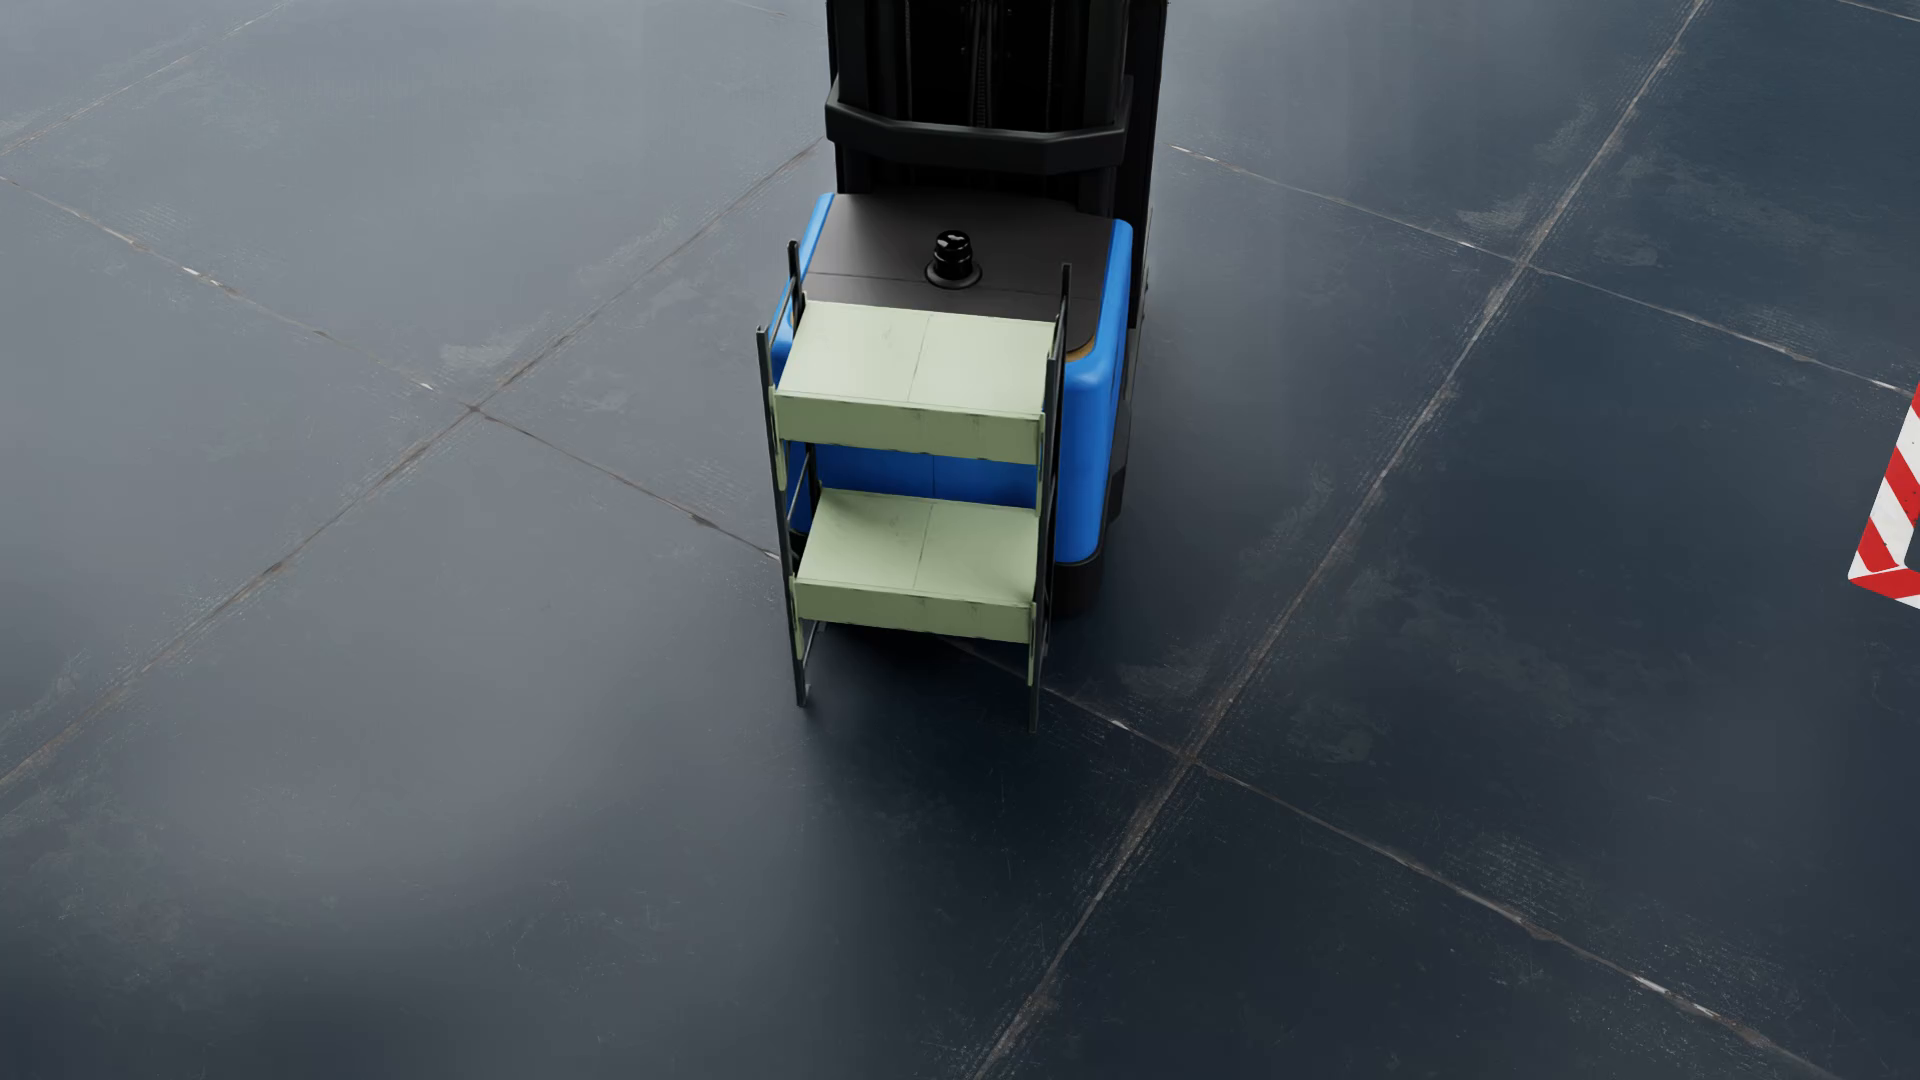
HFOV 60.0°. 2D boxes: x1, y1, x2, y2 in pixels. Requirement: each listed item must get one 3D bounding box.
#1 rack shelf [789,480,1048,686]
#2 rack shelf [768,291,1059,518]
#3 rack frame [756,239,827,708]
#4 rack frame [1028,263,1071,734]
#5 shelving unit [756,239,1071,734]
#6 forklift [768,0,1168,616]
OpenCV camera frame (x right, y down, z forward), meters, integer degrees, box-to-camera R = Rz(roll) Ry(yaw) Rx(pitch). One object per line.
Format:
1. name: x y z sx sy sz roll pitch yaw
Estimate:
1. rack shelf: -0.110 0.127 5.035 0.720 0.370 0.431 6 46 6
2. rack shelf: -0.110 -0.372 4.522 0.720 0.370 0.431 6 46 6
3. rack frame: -0.472 -0.138 4.838 0.023 1.500 0.400 6 46 6
4. rack frame: 0.252 -0.062 4.765 0.023 1.500 0.400 6 46 6
5. shelving unit: -0.110 -0.100 4.802 0.755 1.500 0.431 6 46 6
6. forklift: 0.153 -1.843 5.497 1.130 2.935 3.031 6 46 6
